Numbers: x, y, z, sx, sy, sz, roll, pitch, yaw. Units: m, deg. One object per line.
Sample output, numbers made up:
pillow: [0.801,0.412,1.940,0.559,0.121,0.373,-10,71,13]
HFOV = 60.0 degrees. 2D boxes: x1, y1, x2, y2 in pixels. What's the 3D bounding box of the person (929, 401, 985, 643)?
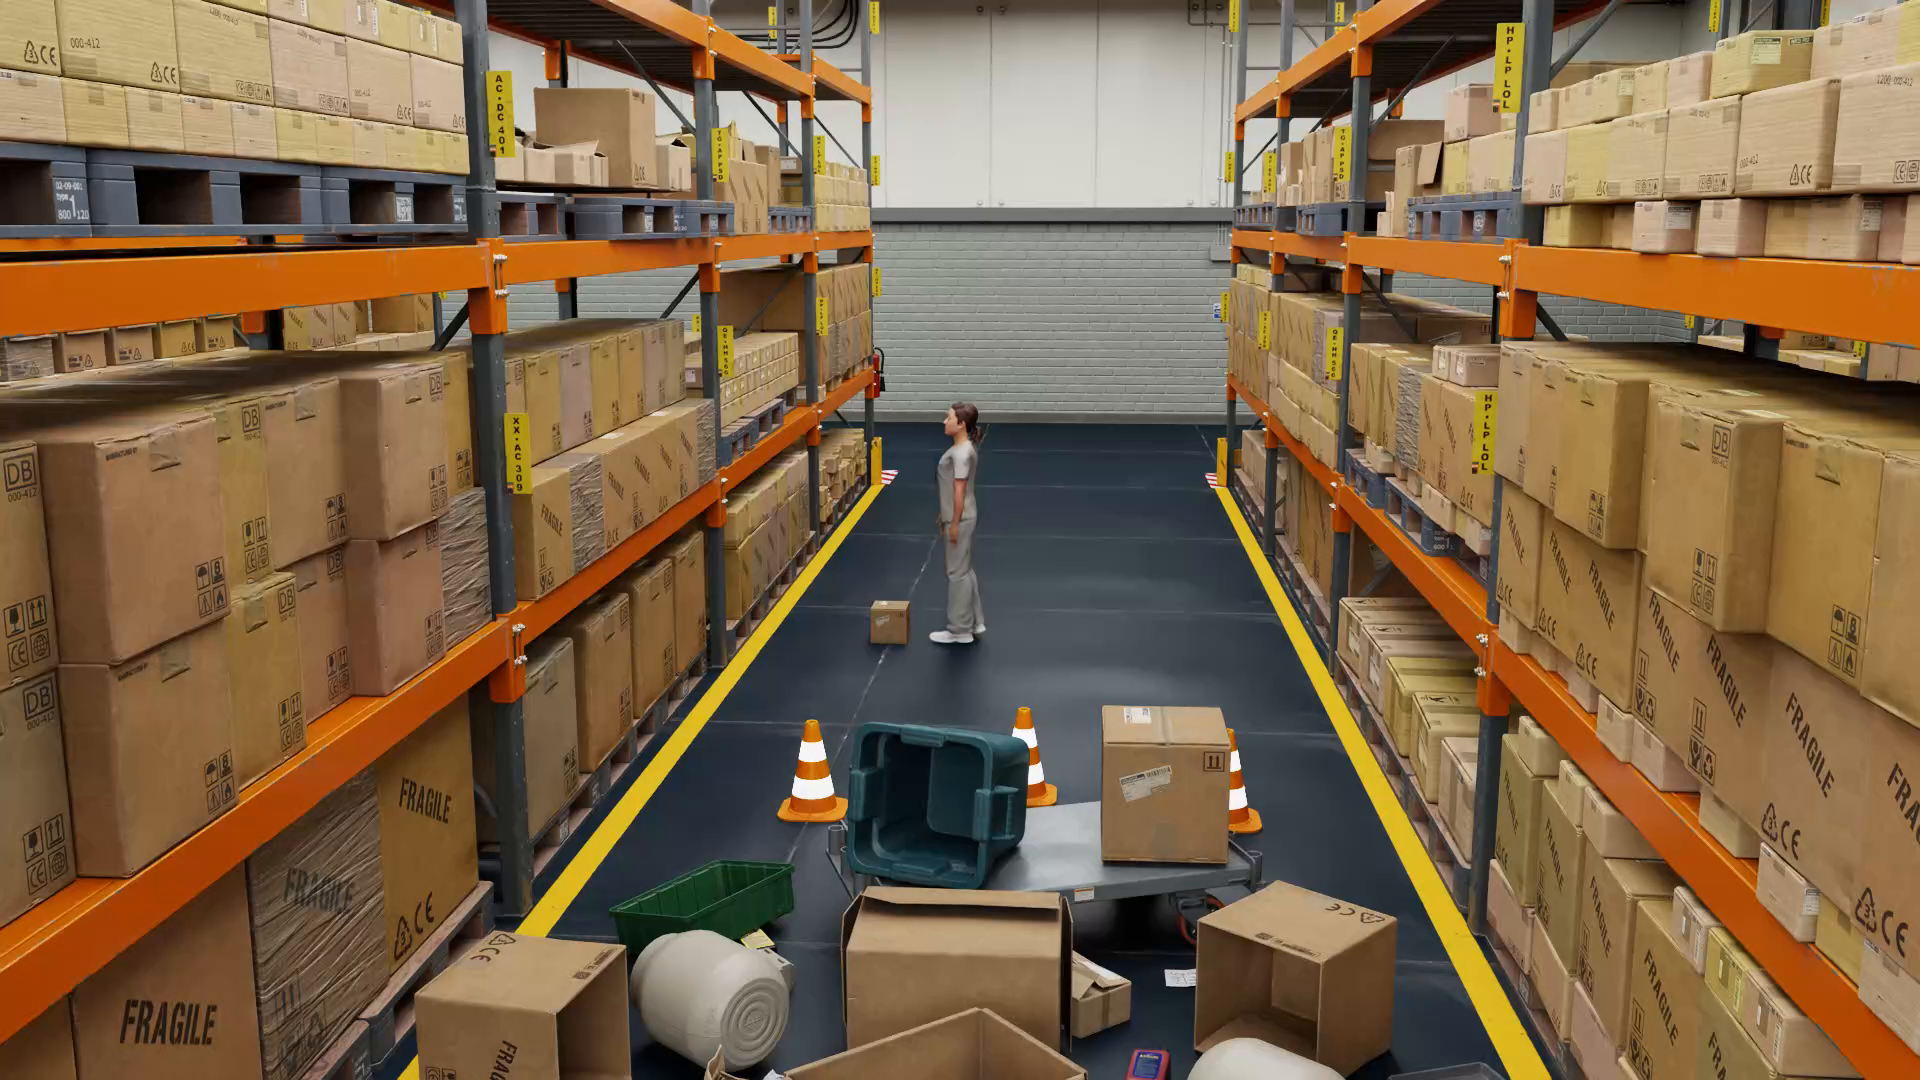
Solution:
person: [-0.016,-0.118,11.549,0.382,1.695,0.500,1,11,4]
